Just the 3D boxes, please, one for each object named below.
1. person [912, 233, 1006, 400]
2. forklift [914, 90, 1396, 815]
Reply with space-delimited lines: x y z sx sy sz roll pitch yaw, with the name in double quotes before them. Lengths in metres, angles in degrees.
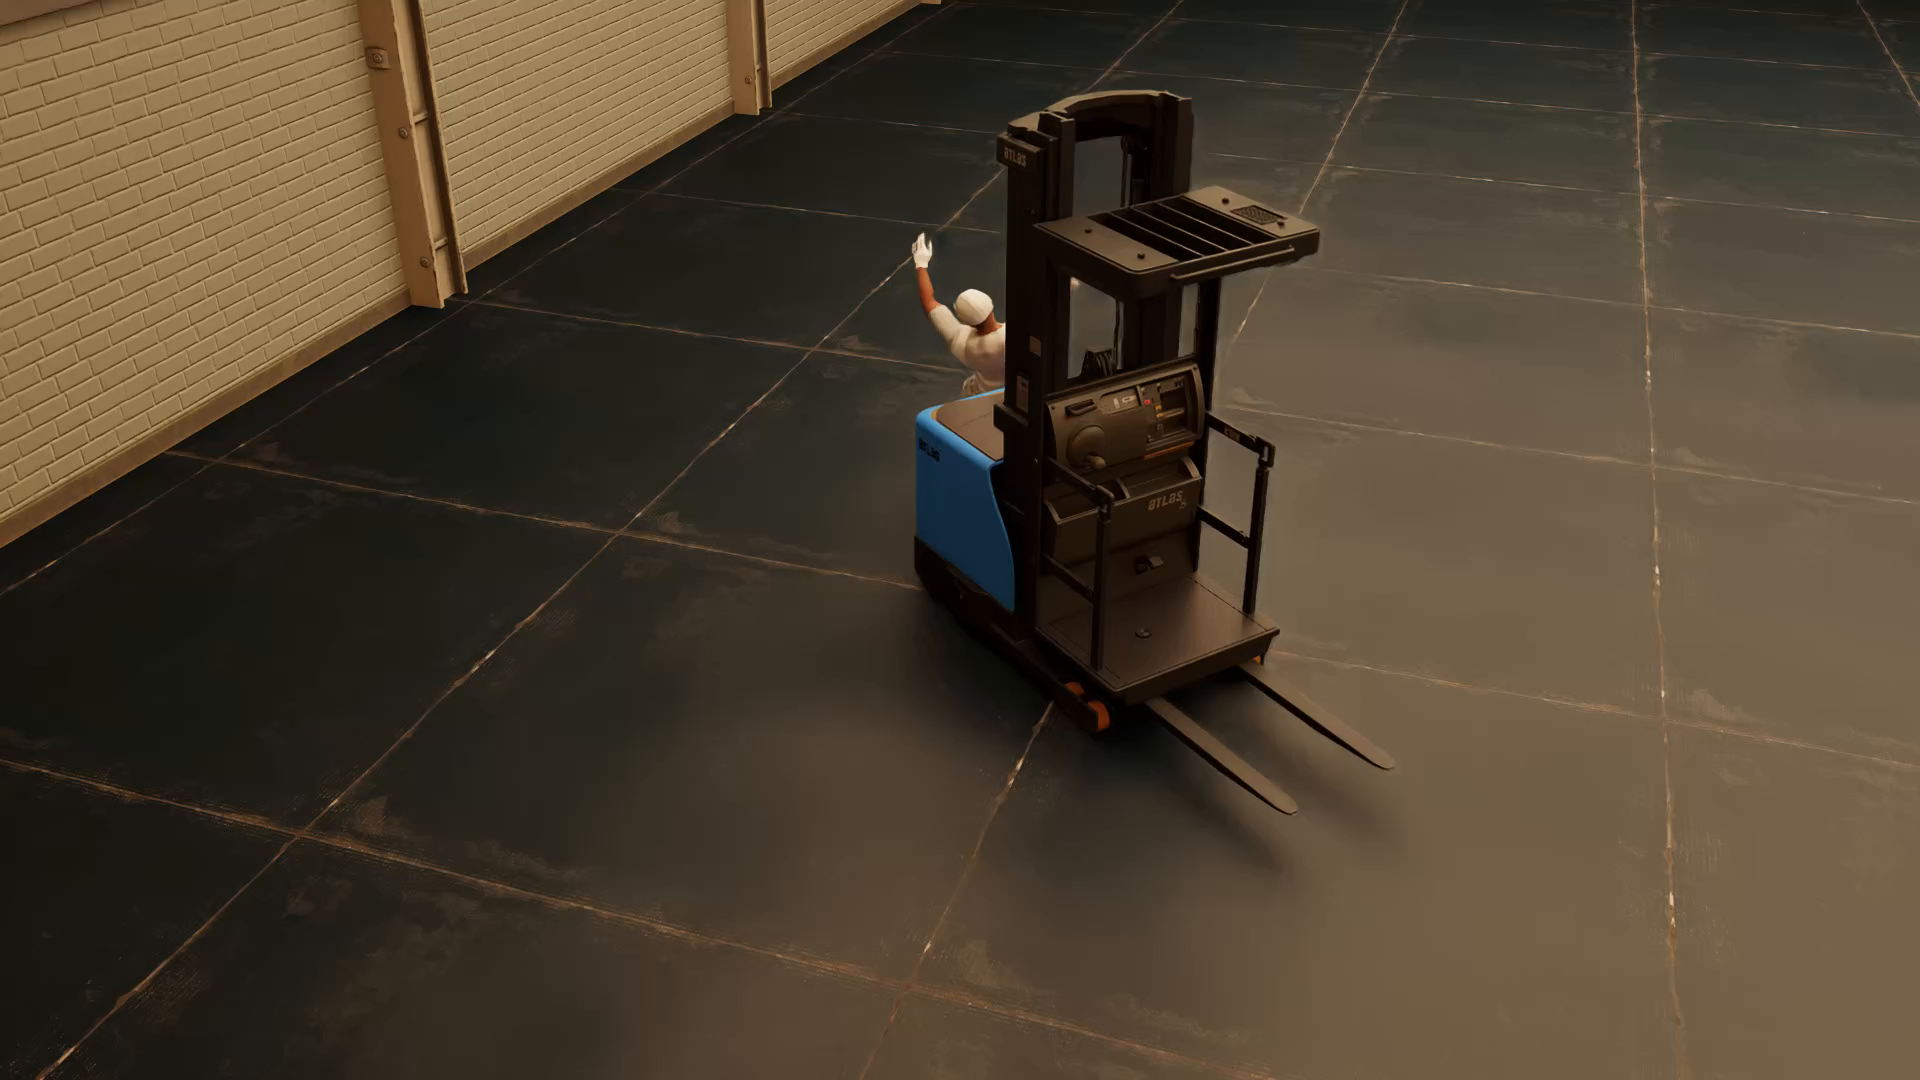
"person" 0.163 -1.031 10.251 0.994 1.649 0.771 10 31 18
"forklift" 0.951 -0.566 8.130 1.130 2.935 3.031 -17 34 -28
